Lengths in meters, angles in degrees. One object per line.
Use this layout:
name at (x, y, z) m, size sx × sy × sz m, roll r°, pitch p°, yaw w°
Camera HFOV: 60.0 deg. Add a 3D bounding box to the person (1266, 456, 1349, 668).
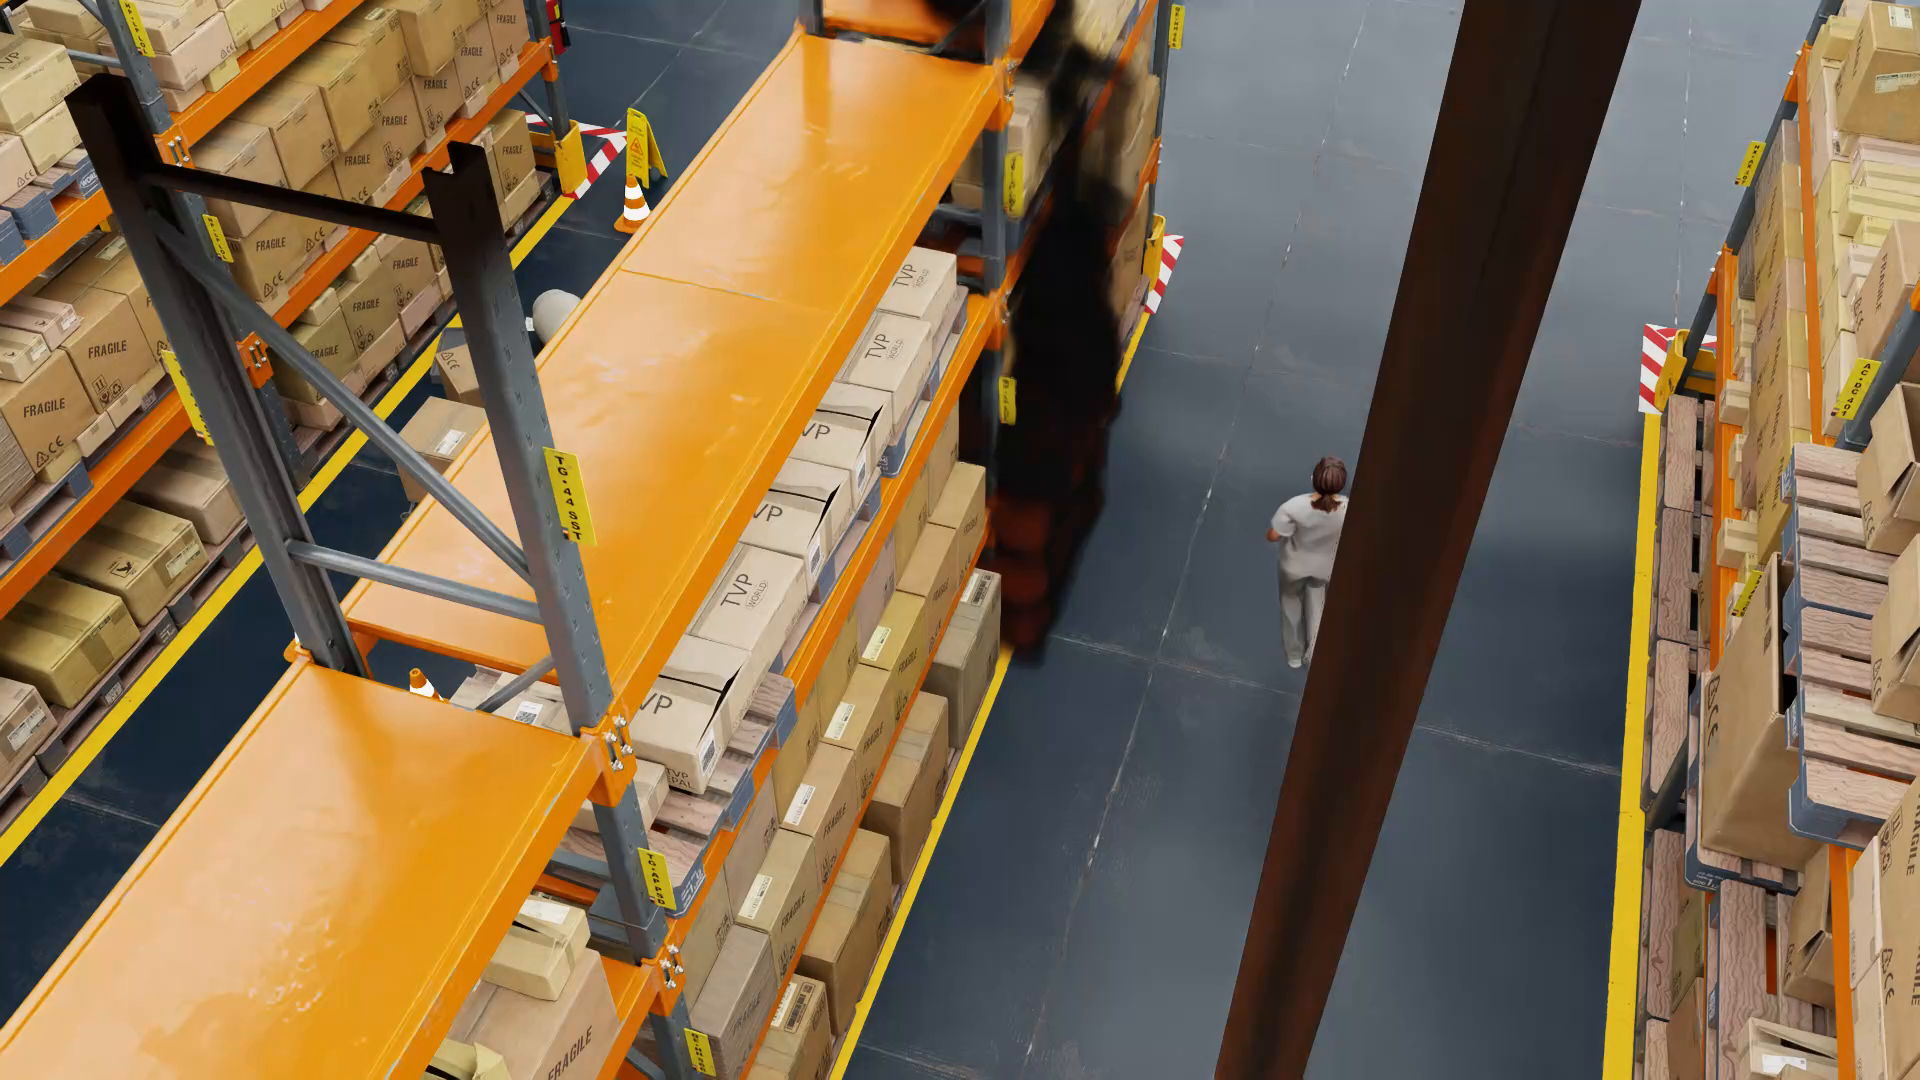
person at (1.991, 0.139, 9.461) m, size 0.564 × 1.619 × 0.569 m, roll 3°, pitch 46°, yaw 3°
